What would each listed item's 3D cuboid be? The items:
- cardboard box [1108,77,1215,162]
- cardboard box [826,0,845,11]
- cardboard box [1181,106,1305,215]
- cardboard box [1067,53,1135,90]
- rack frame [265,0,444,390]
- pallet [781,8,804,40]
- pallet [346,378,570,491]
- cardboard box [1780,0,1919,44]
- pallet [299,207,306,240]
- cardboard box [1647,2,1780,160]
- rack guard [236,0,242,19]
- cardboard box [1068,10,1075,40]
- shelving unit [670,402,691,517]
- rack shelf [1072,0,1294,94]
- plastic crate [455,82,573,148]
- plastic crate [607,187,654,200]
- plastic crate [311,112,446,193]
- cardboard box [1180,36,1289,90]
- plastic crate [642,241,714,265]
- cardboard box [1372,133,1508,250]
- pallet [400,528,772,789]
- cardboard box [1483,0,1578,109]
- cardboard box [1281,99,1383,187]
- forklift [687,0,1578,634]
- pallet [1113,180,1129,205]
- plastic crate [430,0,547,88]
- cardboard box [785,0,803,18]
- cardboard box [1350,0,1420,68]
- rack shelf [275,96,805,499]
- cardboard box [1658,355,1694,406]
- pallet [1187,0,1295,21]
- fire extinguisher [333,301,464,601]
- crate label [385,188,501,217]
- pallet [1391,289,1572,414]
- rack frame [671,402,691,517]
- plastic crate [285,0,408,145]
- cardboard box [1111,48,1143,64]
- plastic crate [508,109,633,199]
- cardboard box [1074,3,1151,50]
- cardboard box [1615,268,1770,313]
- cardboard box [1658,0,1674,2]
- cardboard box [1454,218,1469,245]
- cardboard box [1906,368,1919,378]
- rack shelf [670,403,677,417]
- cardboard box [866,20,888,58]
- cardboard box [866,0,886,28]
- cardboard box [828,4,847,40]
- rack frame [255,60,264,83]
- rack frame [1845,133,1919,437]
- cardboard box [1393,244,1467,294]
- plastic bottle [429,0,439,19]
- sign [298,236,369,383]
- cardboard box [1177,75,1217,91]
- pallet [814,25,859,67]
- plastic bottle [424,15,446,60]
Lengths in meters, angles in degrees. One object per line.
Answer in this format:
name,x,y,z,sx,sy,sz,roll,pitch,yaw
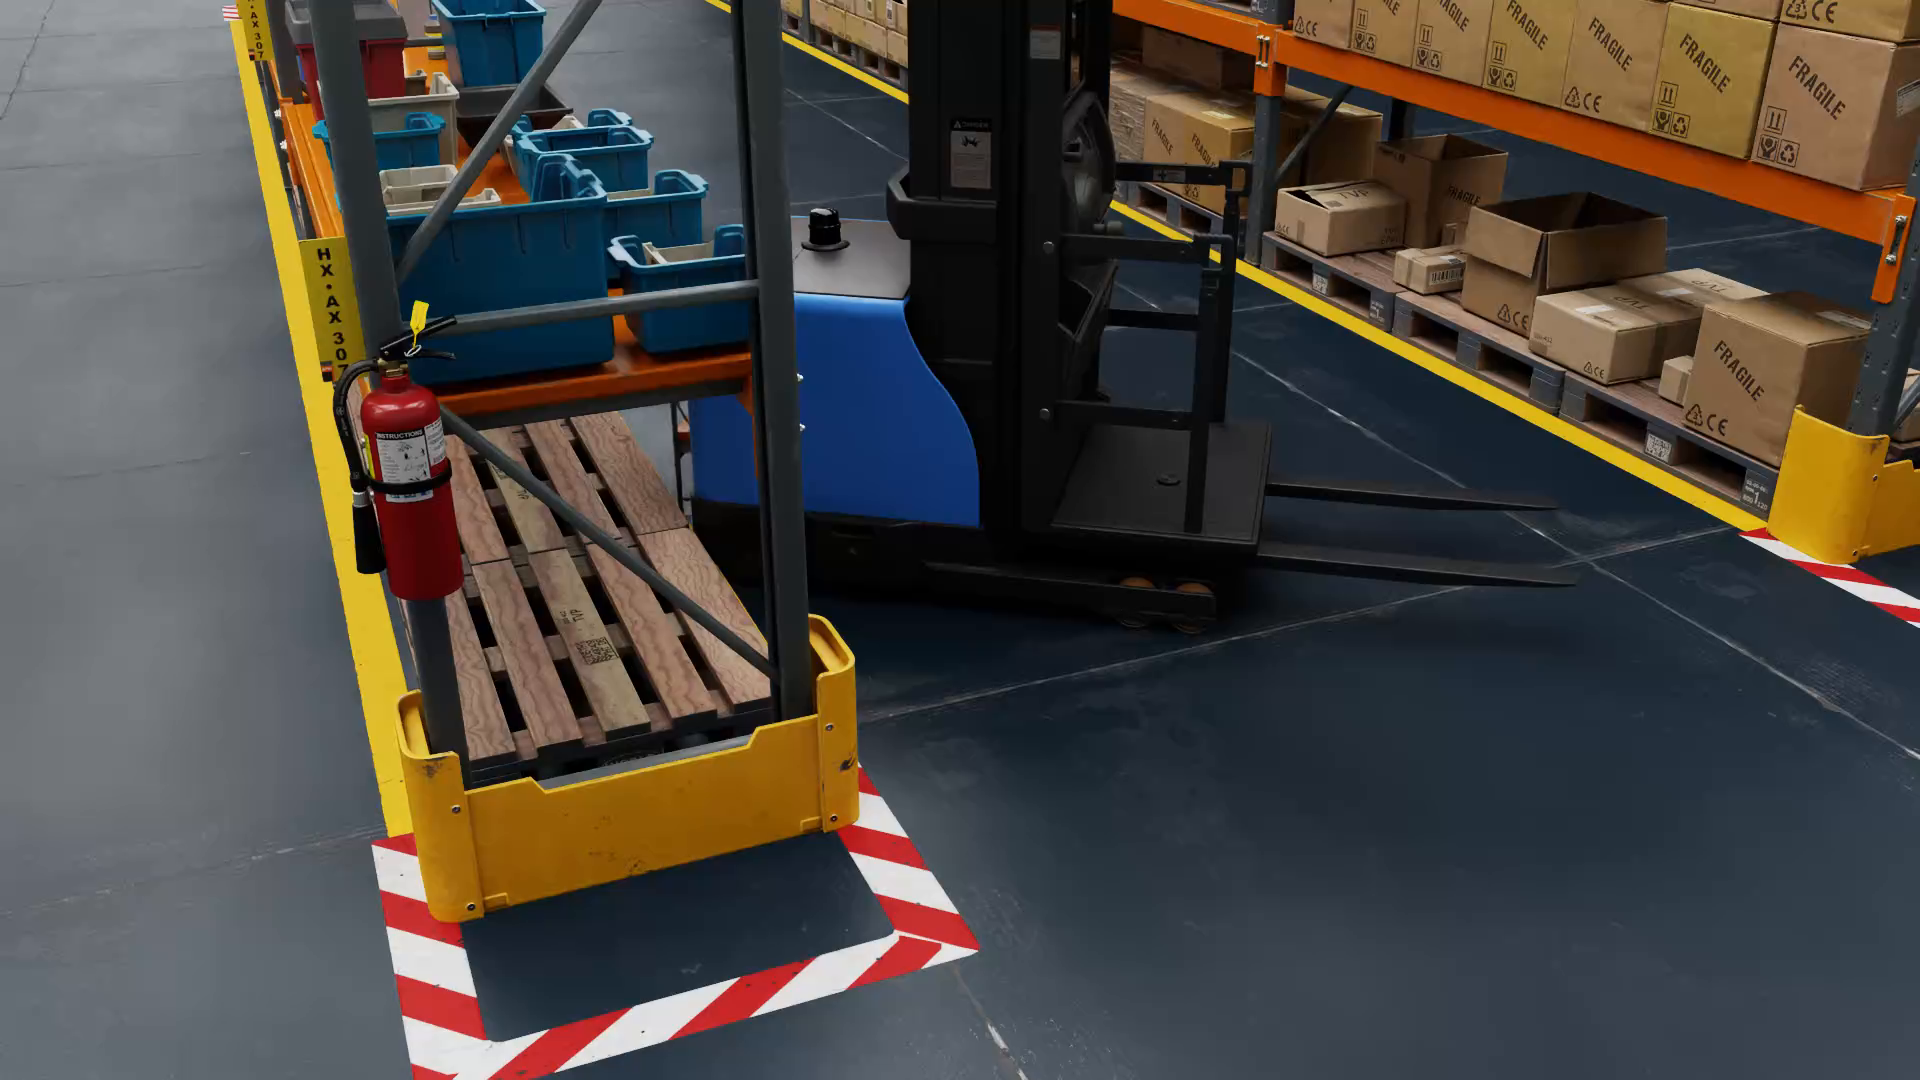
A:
cardboard box,1.267,-2.629,10.564,0.500,0.500,0.500,-10,28,-20
cardboard box,-0.904,-5.024,15.136,0.500,0.311,0.500,-11,28,-21
cardboard box,1.648,-2.226,9.738,0.500,0.500,0.500,-11,28,-21
cardboard box,0.856,-3.044,11.414,0.500,0.500,0.500,-11,28,-21
rack frame,-2.454,-2.152,7.239,1.000,3.000,0.127,-11,28,-21
pallet,-1.300,-5.306,16.877,1.003,0.211,1.213,-11,28,-21
pallet,-2.130,-0.609,7.256,1.003,0.211,1.213,-11,28,-21
cardboard box,3.245,-2.013,5.701,0.500,0.500,0.500,-11,28,-21
pallet,-3.199,-1.711,9.513,1.003,0.211,1.213,-11,28,-21
cardboard box,3.040,-1.774,6.352,0.500,0.500,0.500,-10,28,-20
rack guard,-7.080,-5.850,17.663,1.175,0.500,0.348,-11,28,-21
cardboard box,0.604,-4.083,13.210,0.500,0.311,0.500,-10,28,-19
shelving unit,-0.964,-0.611,6.302,0.215,1.050,0.252,5,26,9
rack shelf,1.322,-3.486,10.790,1.077,0.370,4.000,-11,28,-21
plastic crate,-1.768,-1.650,6.455,0.437,0.125,0.590,-11,28,-21
plastic crate,-0.996,-1.019,5.151,0.250,0.136,0.298,-11,28,-21
plastic crate,-1.928,-1.274,5.563,0.416,0.233,0.300,-11,28,-21
cardboard box,1.749,-3.054,10.579,0.500,0.250,0.500,-11,28,-20
plastic crate,-0.731,-0.745,4.590,0.250,0.136,0.298,-11,28,-21
cardboard box,2.589,-1.895,9.059,0.500,0.500,0.500,-11,28,-21
pallet,-1.175,0.376,5.239,1.003,0.211,1.213,-11,28,-21
cardboard box,2.652,-2.180,7.183,0.500,0.500,0.500,-11,28,-21
cardboard box,2.140,-2.313,9.916,0.500,0.500,0.500,-12,28,-23
forklift,0.616,-1.258,5.485,3.031,2.935,1.130,6,27,11
pallet,1.270,-2.563,11.260,1.003,0.211,1.213,-11,28,-21
plastic crate,-1.957,-2.042,6.963,0.392,0.384,0.575,-11,28,-21
cardboard box,-1.410,-5.334,16.411,0.500,0.250,0.500,-11,28,-21
cardboard box,2.258,-2.588,8.017,0.500,0.500,0.500,-10,28,-20
rack shelf,-1.671,-1.021,5.743,1.077,0.370,4.000,-11,28,-21
cardboard box,3.156,-0.667,6.926,0.380,0.166,0.250,-11,28,-21
pallet,1.893,-3.257,9.720,1.003,0.211,1.213,-11,28,-21
fire extinguisher,-1.246,-0.196,3.745,0.296,0.674,0.183,-11,28,-21
crate label,-1.605,-0.971,5.053,0.396,0.136,0.243,-11,28,-21
pallet,2.855,-0.978,8.012,1.003,0.211,1.213,-11,28,-21
rack frame,-0.985,-0.559,6.194,0.200,1.050,0.008,5,26,9
plastic crate,-2.335,-1.804,6.385,0.402,0.464,0.583,-11,28,-21
cardboard box,1.323,-3.144,11.619,0.500,0.500,0.500,-12,28,-22
plastic crate,-1.314,-1.298,5.612,0.416,0.233,0.300,-11,28,-21
cardboard box,1.147,-3.668,11.838,0.500,0.250,0.500,-9,28,-19
cardboard box,3.328,-1.021,7.554,0.500,0.250,0.500,-11,28,-21
cardboard box,2.839,-2.426,6.546,0.500,0.500,0.500,-10,28,-19
cardboard box,2.883,-1.507,8.481,0.500,0.311,0.500,-11,28,-21
cardboard box,3.726,-0.640,6.870,0.380,0.166,0.250,-11,28,-21
rack shelf,-0.964,-0.602,6.307,0.215,0.259,0.240,5,26,9
cardboard box,-0.495,-4.358,14.412,0.500,0.250,0.500,-10,28,-20
cardboard box,-0.492,-4.606,14.281,0.500,0.311,0.500,-10,28,-19
cardboard box,-0.899,-4.772,15.261,0.500,0.250,0.500,-10,28,-19
rack frame,-5.587,-5.382,13.853,1.000,3.000,0.127,-11,28,-21
rack frame,3.672,-1.387,5.671,1.000,3.000,0.127,-11,28,-21
cardboard box,2.419,-1.372,8.369,0.380,0.166,0.250,-11,28,-21
plastic bottle,-2.647,-2.722,8.548,0.152,0.276,0.135,-11,28,-21
sign,-1.387,-0.509,3.688,0.100,0.325,0.005,-11,28,-21
cardboard box,1.732,-2.729,10.769,0.500,0.500,0.500,-10,28,-20
pallet,-0.703,-4.687,15.610,1.003,0.211,1.213,-11,28,-21
plastic bottle,-2.535,-2.434,8.042,0.097,0.201,0.097,0,26,0
